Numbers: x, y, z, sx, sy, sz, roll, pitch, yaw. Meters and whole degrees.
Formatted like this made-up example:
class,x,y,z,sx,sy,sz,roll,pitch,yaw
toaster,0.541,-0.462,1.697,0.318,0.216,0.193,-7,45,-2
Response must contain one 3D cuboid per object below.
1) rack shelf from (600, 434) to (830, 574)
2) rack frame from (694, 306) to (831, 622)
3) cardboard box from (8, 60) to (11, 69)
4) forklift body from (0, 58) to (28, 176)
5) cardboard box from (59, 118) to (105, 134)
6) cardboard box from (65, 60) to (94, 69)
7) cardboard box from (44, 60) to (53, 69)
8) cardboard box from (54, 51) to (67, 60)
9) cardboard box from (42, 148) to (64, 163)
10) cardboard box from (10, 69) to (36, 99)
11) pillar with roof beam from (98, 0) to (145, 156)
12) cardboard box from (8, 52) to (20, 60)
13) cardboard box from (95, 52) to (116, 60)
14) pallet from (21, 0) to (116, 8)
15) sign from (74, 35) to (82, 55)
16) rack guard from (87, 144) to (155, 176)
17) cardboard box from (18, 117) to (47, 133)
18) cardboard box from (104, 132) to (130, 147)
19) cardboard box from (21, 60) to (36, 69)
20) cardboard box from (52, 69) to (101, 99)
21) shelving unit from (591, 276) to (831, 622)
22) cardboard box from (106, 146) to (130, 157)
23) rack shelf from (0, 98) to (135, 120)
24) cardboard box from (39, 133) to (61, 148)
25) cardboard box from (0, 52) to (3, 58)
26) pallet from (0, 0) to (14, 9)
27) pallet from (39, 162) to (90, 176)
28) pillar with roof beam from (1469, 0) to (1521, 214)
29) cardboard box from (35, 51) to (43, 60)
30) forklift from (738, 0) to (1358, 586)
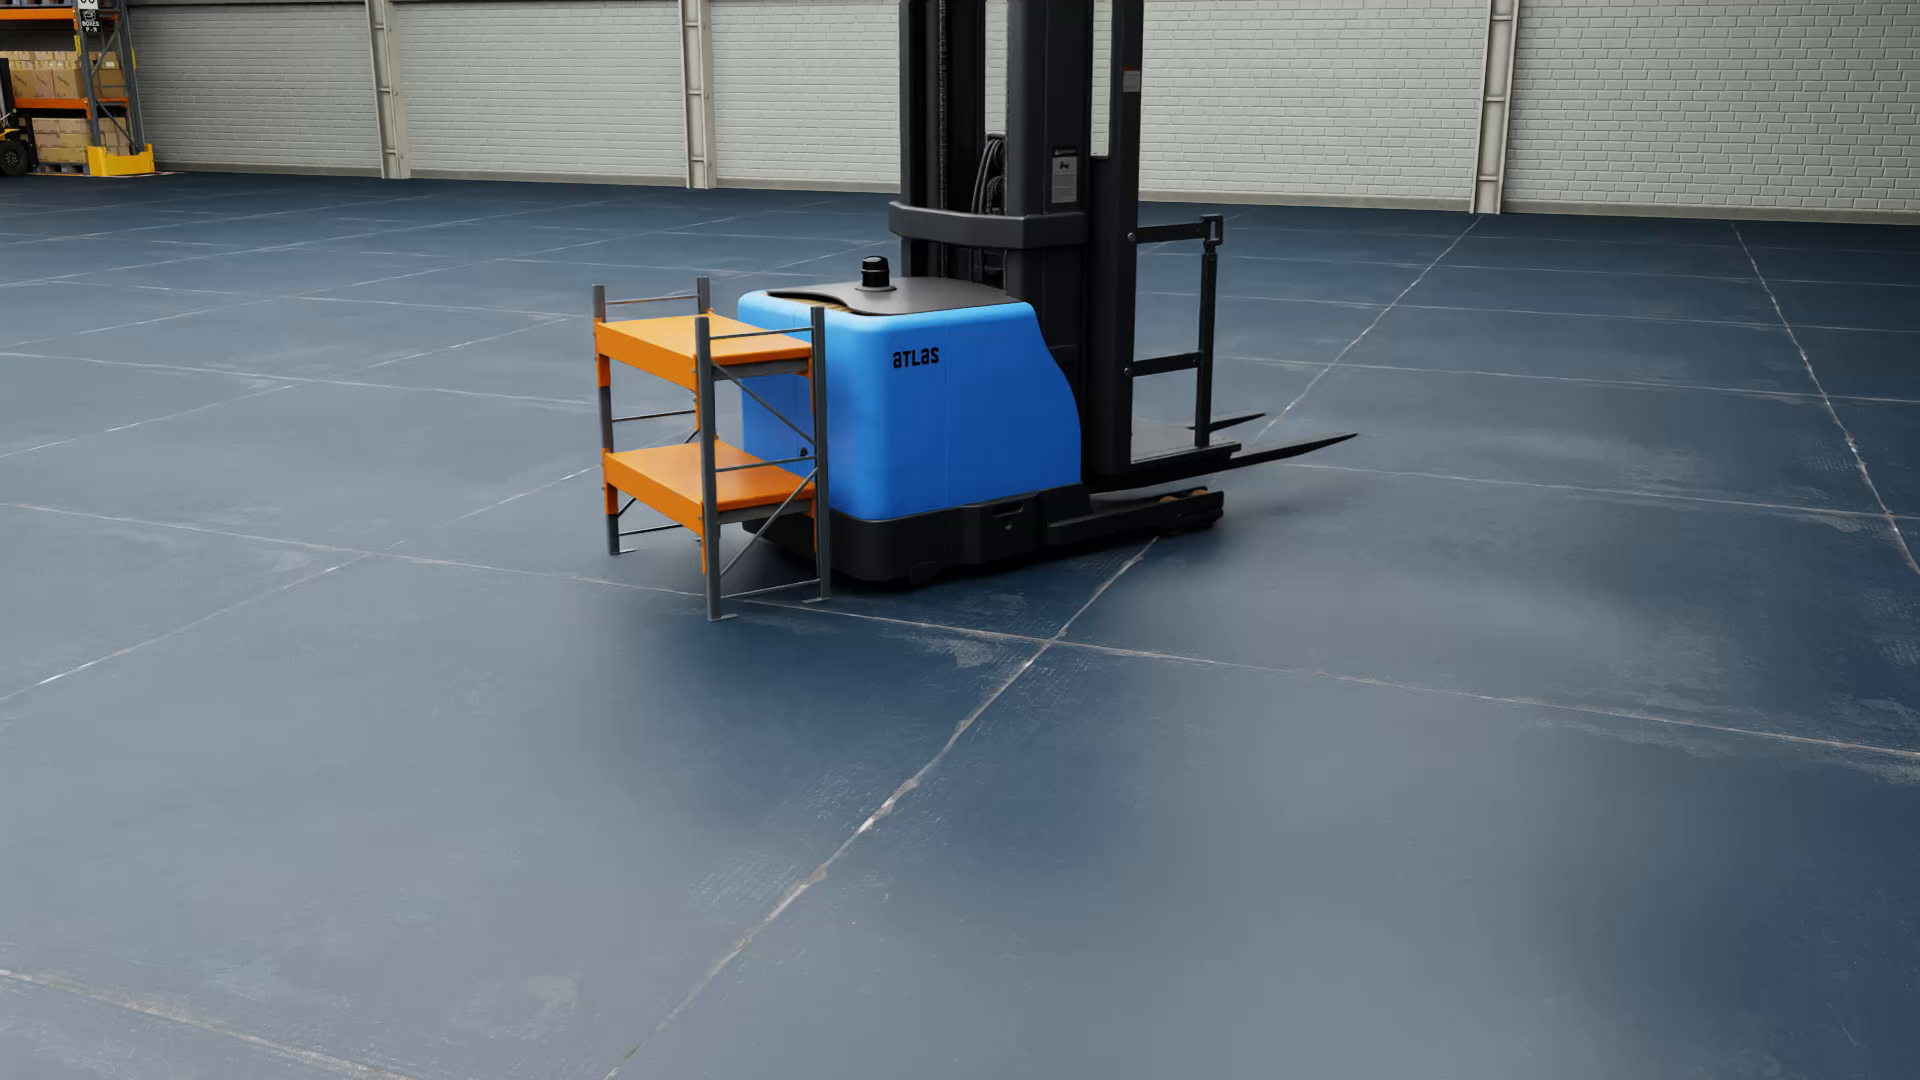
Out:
class,x,y,z,sx,sy,sz,roll,pitch,yaw
rack shelf,-0.986,-0.162,6.592,0.538,0.278,1.000,-10,19,-31
rack frame,-0.714,-0.277,6.112,0.500,1.125,0.032,-10,19,-31
cardboard box,-16.788,-8.477,29.650,0.250,0.149,0.380,6,17,20
forklift body,-17.395,-7.294,28.441,1.214,2.155,2.313,6,17,21
cardboard box,-15.504,-7.308,29.353,0.500,0.250,0.500,7,18,22
cardboard box,-15.387,-8.303,29.052,0.250,0.149,0.380,7,17,21
cardboard box,-15.855,-8.364,29.261,0.250,0.149,0.380,7,17,22
cardboard box,-15.613,-8.482,29.136,0.250,0.149,0.380,6,17,21
cardboard box,-15.974,-6.882,29.676,0.500,0.250,0.500,6,17,21
cardboard box,-16.472,-8.119,29.580,0.500,0.500,0.500,6,17,20
pillar with roof beam,-16.858,-10.050,25.652,0.400,9.000,9.100,6,17,21
cardboard box,-16.596,-8.570,29.437,0.250,0.149,0.380,7,17,22
cardboard box,-15.196,-8.573,29.448,0.250,0.149,0.380,6,17,20
pallet,-15.610,-9.458,29.151,1.213,0.211,1.003,6,17,21
sign,-15.174,-8.511,28.610,0.005,0.325,0.100,6,17,21
rack guard,-14.939,-6.778,29.624,0.348,0.500,1.175,6,17,21
cardboard box,-16.455,-7.408,29.697,0.500,0.250,0.500,7,17,21
cardboard box,-15.323,-7.204,29.891,0.500,0.250,0.500,7,17,22
cardboard box,-16.347,-8.407,29.411,0.250,0.149,0.380,6,17,19
cardboard box,-15.516,-8.011,29.209,0.500,0.500,0.500,6,17,19
shelving unit,-0.986,-0.397,6.524,0.538,1.125,1.048,-10,19,-31
cardboard box,-15.347,-6.963,29.957,0.500,0.250,0.500,6,17,21
rack shelf,-16.822,-7.840,30.089,4.000,0.370,1.077,6,17,21
cardboard box,-15.992,-7.125,29.618,0.500,0.250,0.500,6,17,20
cardboard box,-17.029,-8.651,29.715,0.250,0.149,0.380,6,17,21
pallet,-17.880,-9.707,30.010,1.213,0.211,1.003,6,17,21
pallet,-15.688,-6.709,29.905,1.213,0.211,1.003,6,17,21
pillar with roof beam,5.468,-7.595,17.196,0.400,9.000,9.100,6,17,21
cardboard box,-16.071,-8.547,29.358,0.250,0.149,0.380,6,17,21
forklift,0.552,-1.538,7.214,3.031,2.935,1.130,-12,20,-35
